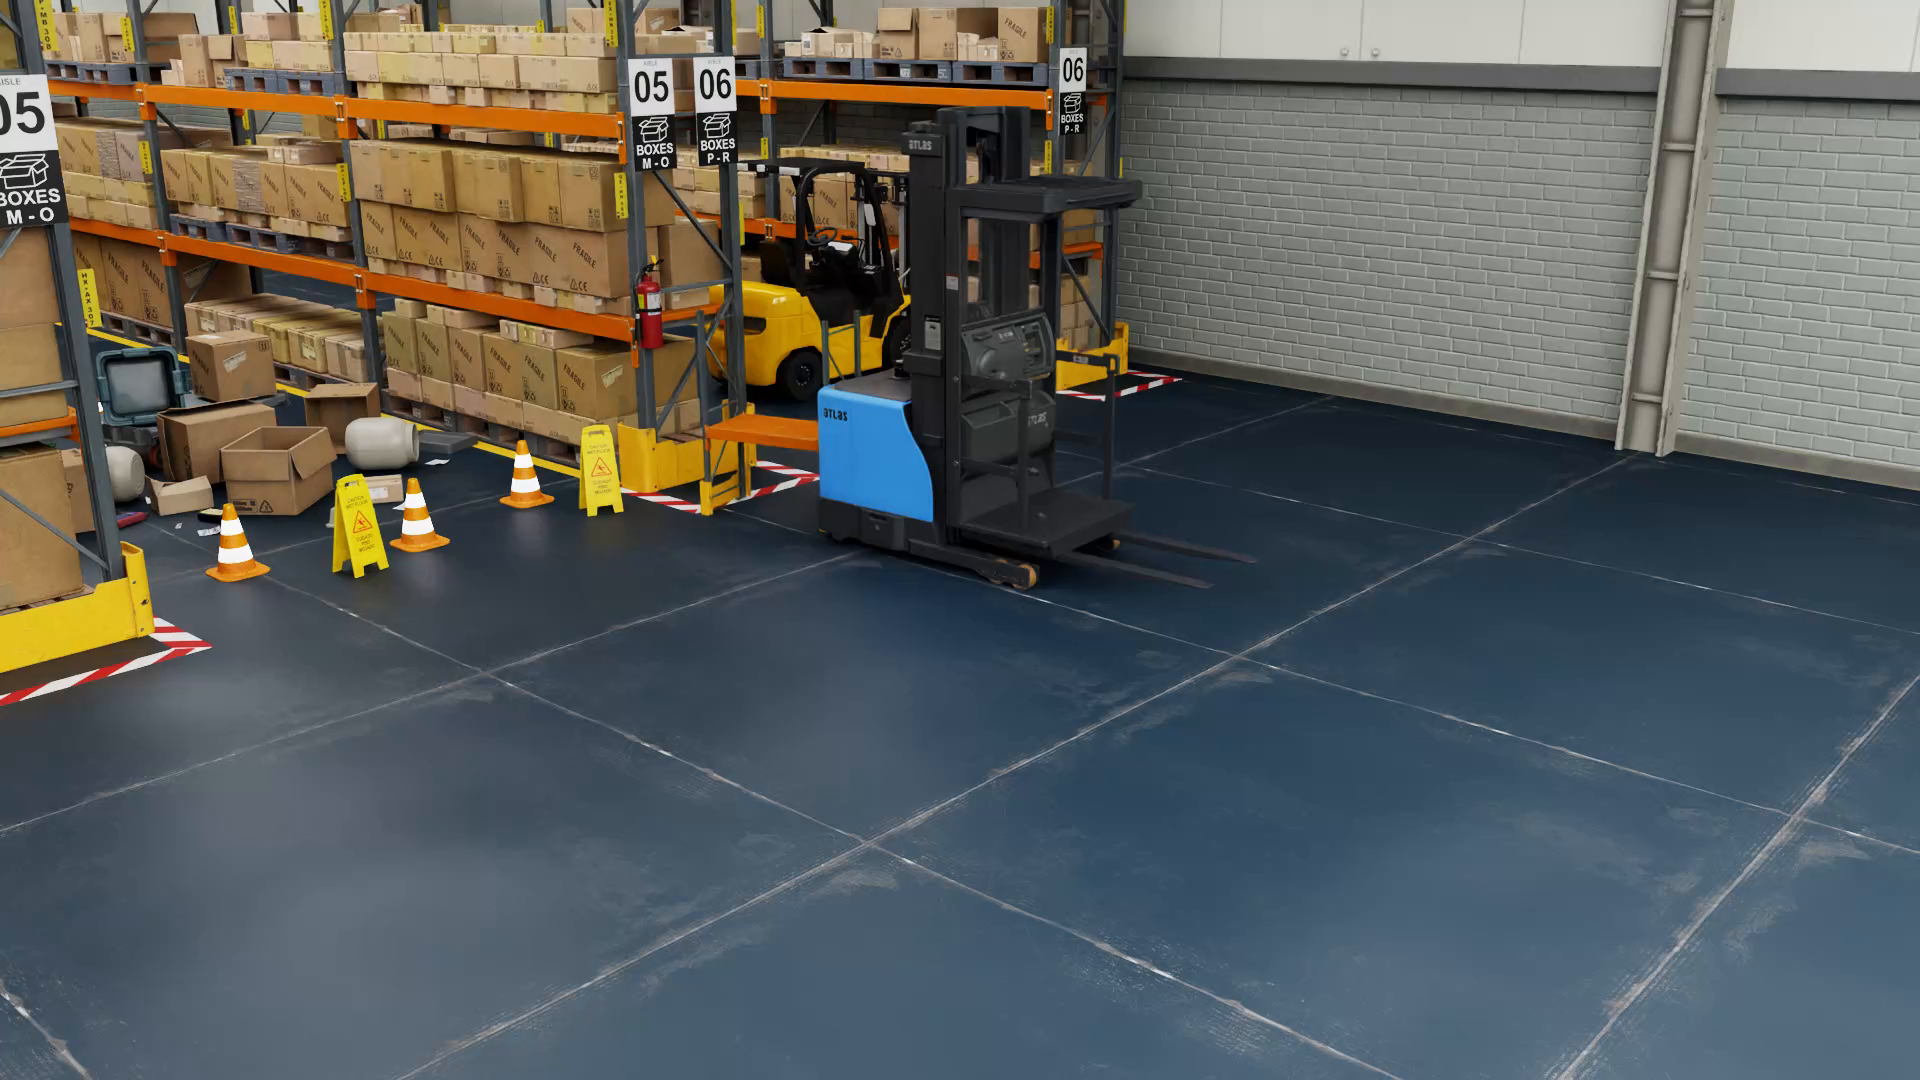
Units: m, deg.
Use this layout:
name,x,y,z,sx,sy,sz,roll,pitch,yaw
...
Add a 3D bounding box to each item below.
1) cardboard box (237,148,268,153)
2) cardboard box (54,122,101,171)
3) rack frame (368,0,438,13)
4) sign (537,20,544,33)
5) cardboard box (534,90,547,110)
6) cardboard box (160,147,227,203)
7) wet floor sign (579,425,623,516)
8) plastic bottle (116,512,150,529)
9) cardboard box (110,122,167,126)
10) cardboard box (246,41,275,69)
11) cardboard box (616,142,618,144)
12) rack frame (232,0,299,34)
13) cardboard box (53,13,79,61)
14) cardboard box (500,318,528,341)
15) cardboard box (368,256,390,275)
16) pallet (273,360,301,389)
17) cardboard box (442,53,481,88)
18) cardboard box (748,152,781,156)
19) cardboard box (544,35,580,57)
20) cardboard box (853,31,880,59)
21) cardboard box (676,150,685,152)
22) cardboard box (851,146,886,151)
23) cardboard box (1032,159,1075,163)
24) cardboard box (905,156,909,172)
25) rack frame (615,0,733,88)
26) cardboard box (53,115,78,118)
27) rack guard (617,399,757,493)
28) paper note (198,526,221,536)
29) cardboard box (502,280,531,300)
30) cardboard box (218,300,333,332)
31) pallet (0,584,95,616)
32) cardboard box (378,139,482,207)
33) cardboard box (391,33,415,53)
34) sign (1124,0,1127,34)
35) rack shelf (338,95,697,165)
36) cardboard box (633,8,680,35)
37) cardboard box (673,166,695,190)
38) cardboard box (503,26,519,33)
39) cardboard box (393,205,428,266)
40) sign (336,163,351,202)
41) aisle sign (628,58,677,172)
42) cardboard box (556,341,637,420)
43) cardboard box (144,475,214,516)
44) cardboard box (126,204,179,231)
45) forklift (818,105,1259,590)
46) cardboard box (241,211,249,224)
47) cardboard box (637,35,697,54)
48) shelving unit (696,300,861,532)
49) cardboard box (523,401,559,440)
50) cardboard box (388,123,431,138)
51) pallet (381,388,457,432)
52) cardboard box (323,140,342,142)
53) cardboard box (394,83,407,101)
name,x,y,z,sx,sy,sz,roll,pitch,yaw
cardboard box,-7.152,-3.797,17.266,0.500,0.500,0.500,15,23,38
cardboard box,-10.152,-4.514,19.058,0.500,0.500,0.500,14,23,38
rack frame,-7.770,-8.323,22.962,0.127,3.000,1.000,15,23,39
sign,-5.140,-6.215,20.422,0.005,0.325,0.100,15,23,39
cardboard box,-3.069,-3.419,12.881,0.250,0.149,0.380,15,23,40
cardboard box,-7.888,-3.784,17.225,0.500,0.500,0.500,14,22,38
wet floor sign,-2.655,-0.528,12.210,0.267,0.644,0.232,-9,20,-27
plastic bottle,-5.998,-0.154,11.994,0.133,0.061,0.283,7,19,21
cardboard box,-9.406,-4.523,19.085,0.500,0.500,0.500,16,23,40
cardboard box,-6.368,-4.582,15.686,0.500,0.250,0.500,15,23,40
cardboard box,-4.131,-4.971,21.078,0.250,0.149,0.380,16,23,41
rack frame,-10.762,-9.127,25.493,0.127,3.000,1.000,15,23,39
cardboard box,-9.581,-5.503,18.174,0.500,0.500,0.500,15,23,40
cardboard box,-3.560,-1.752,13.712,0.250,0.149,0.380,16,24,42
cardboard box,-5.056,-2.478,14.877,0.250,0.149,0.380,15,23,39
pallet,-6.579,-1.806,16.952,1.213,0.211,1.003,15,23,39
cardboard box,-3.794,-3.778,13.354,0.500,0.250,0.500,15,23,40
cardboard box,-2.260,-4.450,19.436,0.250,0.149,0.380,15,23,39
cardboard box,-2.906,-3.729,12.543,0.250,0.149,0.380,15,23,39
cardboard box,-0.878,-5.104,17.141,0.258,0.266,0.396,14,23,38
cardboard box,-3.415,-4.518,19.653,0.250,0.149,0.380,14,23,38
cardboard box,-0.980,-4.251,18.317,0.250,0.149,0.380,15,23,39
cardboard box,0.938,-3.736,16.697,0.250,0.149,0.380,16,24,41
cardboard box,-0.354,-3.884,17.162,0.250,0.149,0.380,15,23,40
rack frame,-2.087,-4.790,11.829,0.127,3.000,1.000,15,23,39
cardboard box,-11.258,-5.015,20.636,0.500,0.500,0.500,15,23,40
rack guard,-2.144,-0.755,13.163,0.348,0.500,1.175,15,23,39
paper note,-5.312,-0.065,11.769,0.144,0.017,0.142,-9,20,-27
cardboard box,-3.512,-2.079,13.618,0.250,0.149,0.380,15,23,39
cardboard box,-7.097,-2.223,17.306,0.625,0.372,0.950,14,23,38
pallet,-5.947,0.396,10.016,1.213,0.211,1.003,15,23,39
cardboard box,-4.526,-3.155,14.284,0.500,0.500,0.700,15,23,40
cardboard box,-4.476,-4.127,13.797,0.250,0.149,0.380,15,23,39
sign,1.578,-5.063,16.072,0.005,0.325,0.100,15,23,39
rack shelf,-3.583,-3.419,13.657,4.000,0.370,1.077,15,23,39
cardboard box,-3.637,-5.981,19.516,0.500,0.500,0.500,16,23,41
cardboard box,-3.092,-4.271,19.532,0.500,0.250,0.500,16,23,40
cardboard box,-5.591,-6.472,21.183,0.250,0.149,0.380,14,22,37
cardboard box,-4.544,-2.676,14.429,0.500,0.500,0.500,15,23,39
sign,-5.445,-3.159,14.694,0.005,0.325,0.100,15,23,39
aisle sign,-2.233,-3.092,12.098,0.004,0.787,0.394,15,23,39
cardboard box,-2.859,-1.280,13.297,0.500,0.500,0.500,15,23,40
cardboard box,-5.781,-0.362,12.314,0.396,0.266,0.258,-13,22,-36
cardboard box,-8.621,-3.508,17.956,0.500,0.250,0.500,14,22,37
forklift,0.487,-1.257,10.726,3.031,2.935,1.130,13,22,36
cardboard box,-6.926,-3.242,16.589,0.250,0.149,0.380,16,24,41
cardboard box,-2.217,-3.738,12.571,0.250,0.149,0.380,15,23,39
shelving unit,-1.298,-0.918,12.024,1.083,1.500,0.587,8,19,24
cardboard box,-3.252,-1.028,13.742,0.500,0.250,0.500,15,23,39
cardboard box,-7.557,-5.564,23.326,0.500,0.500,0.700,16,23,41
pallet,-4.553,-1.278,15.289,1.213,0.211,1.003,15,23,39
cardboard box,-9.062,-5.782,24.627,0.500,0.250,0.500,15,23,39
cardboard box,-4.591,-3.836,14.196,0.250,0.149,0.380,15,23,39
